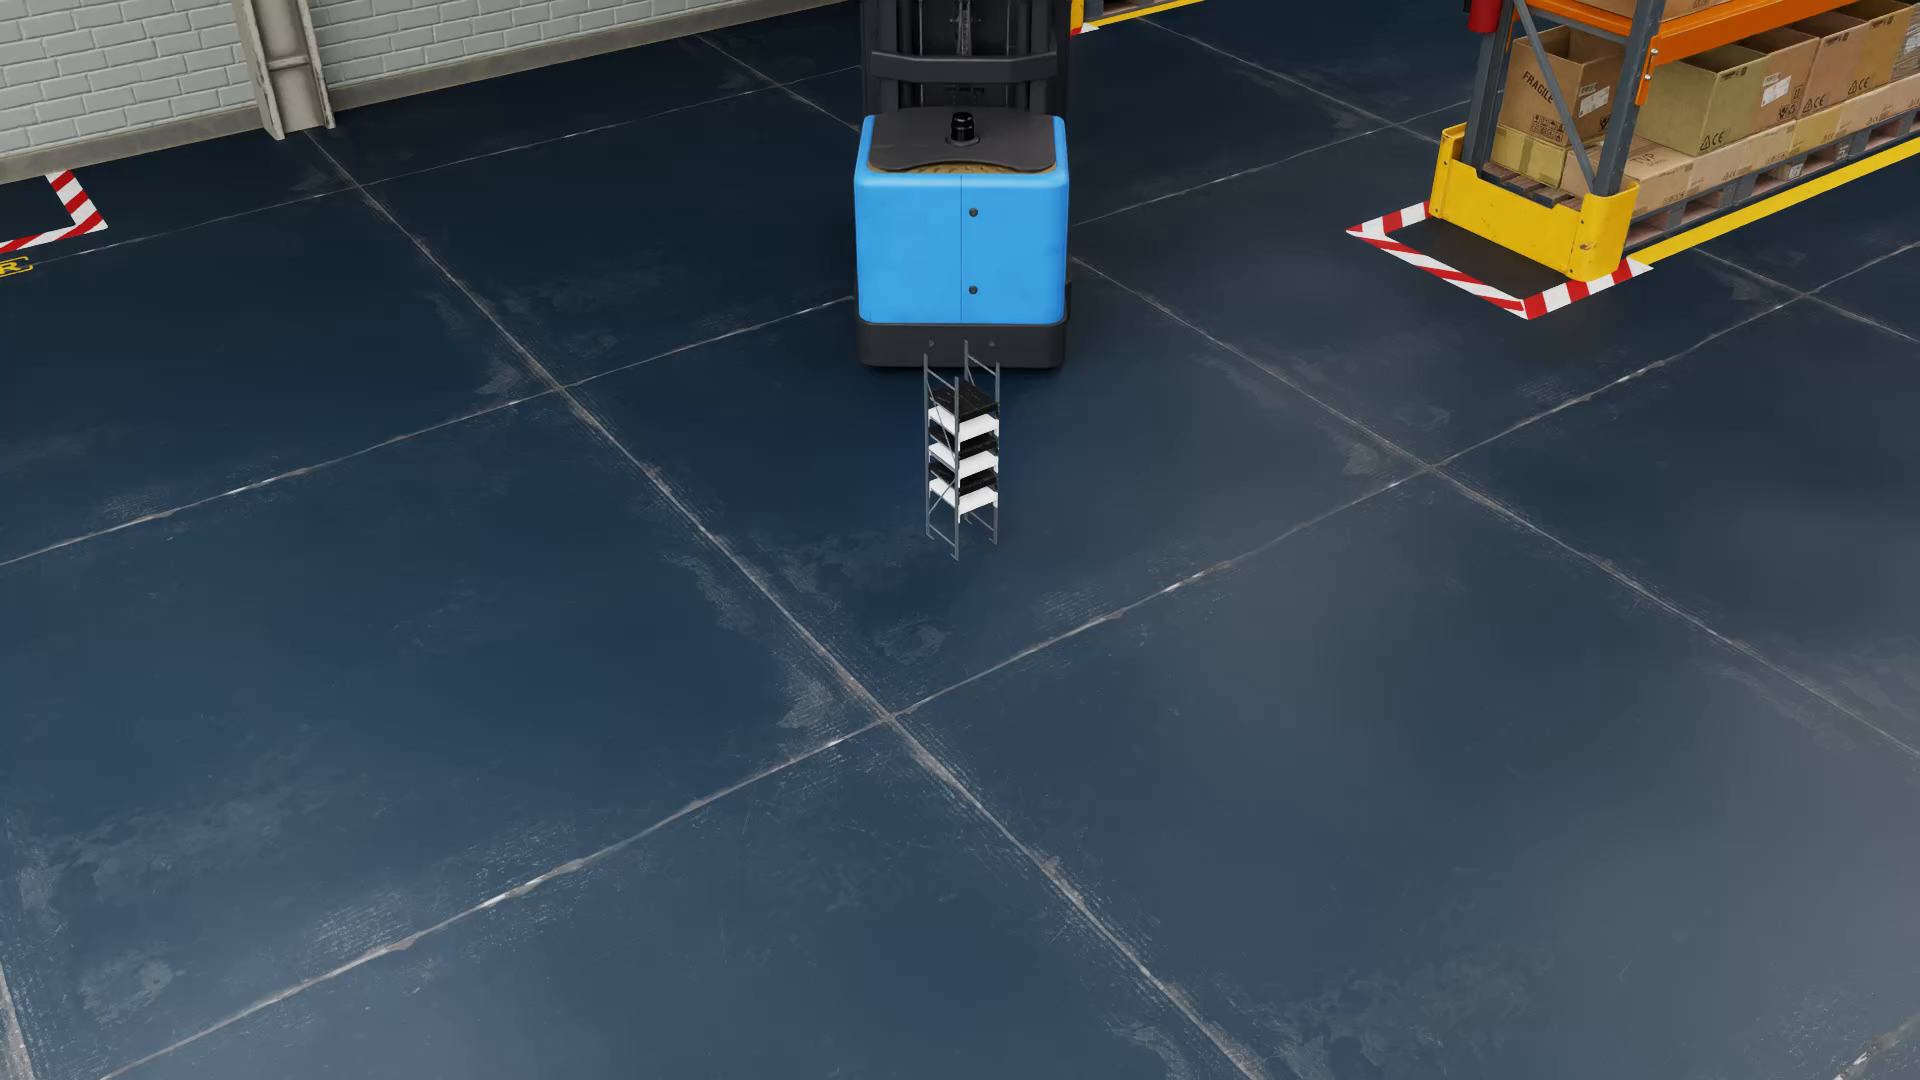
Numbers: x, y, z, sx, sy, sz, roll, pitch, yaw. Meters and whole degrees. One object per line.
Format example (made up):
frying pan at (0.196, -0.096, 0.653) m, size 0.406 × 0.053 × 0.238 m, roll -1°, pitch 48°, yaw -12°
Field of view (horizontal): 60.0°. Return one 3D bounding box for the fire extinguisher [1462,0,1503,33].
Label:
fire extinguisher at (2.920, -3.133, 9.103) m, size 0.183 × 0.674 × 0.296 m, roll -22°, pitch 41°, yaw -28°

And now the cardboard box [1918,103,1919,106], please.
cardboard box at (6.301, -3.121, 11.016) m, size 0.500 × 0.250 × 0.500 m, roll -22°, pitch 41°, yaw -28°

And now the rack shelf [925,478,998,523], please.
rack shelf at (0.007, -0.195, 7.116) m, size 0.200 × 0.077 × 0.258 m, roll -22°, pitch 41°, yaw -28°

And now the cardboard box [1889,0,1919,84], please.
cardboard box at (5.886, -3.263, 10.571) m, size 0.500 × 0.500 × 0.500 m, roll -22°, pitch 41°, yaw -28°

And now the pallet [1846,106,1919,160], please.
pallet at (5.880, -2.948, 11.168) m, size 1.213 × 0.211 × 1.003 m, roll -22°, pitch 41°, yaw -28°

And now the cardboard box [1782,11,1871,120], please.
cardboard box at (5.079, -2.918, 10.092) m, size 0.500 × 0.500 × 0.500 m, roll -22°, pitch 41°, yaw -28°

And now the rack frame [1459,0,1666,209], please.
rack frame at (3.285, -2.982, 8.827) m, size 0.127 × 3.000 × 1.000 m, roll -22°, pitch 41°, yaw -28°

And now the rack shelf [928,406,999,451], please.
rack shelf at (0.007, -0.487, 6.905) m, size 0.200 × 0.077 × 0.258 m, roll -22°, pitch 41°, yaw -28°

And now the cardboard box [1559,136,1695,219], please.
cardboard box at (3.851, -2.111, 9.611) m, size 0.500 × 0.250 × 0.500 m, roll -22°, pitch 41°, yaw -28°

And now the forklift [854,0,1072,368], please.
forklift at (0.032, -2.881, 8.746) m, size 1.130 × 2.935 × 3.031 m, roll 1°, pitch 36°, yaw 1°

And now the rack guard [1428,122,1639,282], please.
rack guard at (3.265, -1.959, 9.546) m, size 0.348 × 0.500 × 1.175 m, roll -22°, pitch 41°, yaw -28°

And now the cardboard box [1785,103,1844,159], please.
cardboard box at (5.078, -2.614, 10.311) m, size 0.500 × 0.250 × 0.500 m, roll -22°, pitch 41°, yaw -28°

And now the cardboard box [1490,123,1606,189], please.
cardboard box at (3.553, -2.358, 9.954) m, size 0.500 × 0.250 × 0.500 m, roll -22°, pitch 41°, yaw -28°

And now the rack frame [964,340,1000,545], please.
rack frame at (0.090, -0.402, 7.039) m, size 0.006 × 0.900 × 0.240 m, roll -22°, pitch 41°, yaw -28°

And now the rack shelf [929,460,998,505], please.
rack shelf at (0.007, -0.268, 7.063) m, size 0.200 × 0.077 × 0.258 m, roll -22°, pitch 41°, yaw -28°

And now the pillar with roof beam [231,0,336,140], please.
pillar with roof beam at (-1.923, -4.356, 5.600) m, size 0.400 × 9.000 × 9.100 m, roll -22°, pitch 41°, yaw -28°

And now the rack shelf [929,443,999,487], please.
rack shelf at (0.007, -0.341, 7.011) m, size 0.200 × 0.077 × 0.258 m, roll -22°, pitch 41°, yaw -28°

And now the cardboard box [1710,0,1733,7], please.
cardboard box at (4.100, -3.353, 9.257) m, size 0.500 × 0.500 × 0.700 m, roll -21°, pitch 41°, yaw -27°

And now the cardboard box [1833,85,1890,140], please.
cardboard box at (5.486, -2.783, 10.545) m, size 0.500 × 0.250 × 0.500 m, roll -22°, pitch 41°, yaw -28°

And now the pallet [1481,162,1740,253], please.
pallet at (3.886, -2.127, 10.027) m, size 1.213 × 0.211 × 1.003 m, roll -22°, pitch 41°, yaw -28°

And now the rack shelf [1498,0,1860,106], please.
rack shelf at (4.919, -3.363, 9.973) m, size 4.000 × 0.370 × 1.077 m, roll -22°, pitch 41°, yaw -28°

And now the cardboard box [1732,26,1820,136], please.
cardboard box at (4.660, -2.758, 9.869) m, size 0.500 × 0.500 × 0.500 m, roll -22°, pitch 41°, yaw -28°

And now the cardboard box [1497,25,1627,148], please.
cardboard box at (3.552, -2.663, 9.737) m, size 0.500 × 0.500 × 0.500 m, roll -22°, pitch 41°, yaw -28°

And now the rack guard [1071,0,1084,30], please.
rack guard at (0.490, -4.356, 12.878) m, size 0.348 × 0.500 × 1.175 m, roll -22°, pitch 41°, yaw -28°

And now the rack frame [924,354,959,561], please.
rack frame at (-0.076, -0.334, 6.943) m, size 0.006 × 0.900 × 0.240 m, roll -22°, pitch 41°, yaw -28°

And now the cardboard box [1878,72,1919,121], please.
cardboard box at (5.887, -2.958, 10.789) m, size 0.500 × 0.250 × 0.500 m, roll -22°, pitch 41°, yaw -28°

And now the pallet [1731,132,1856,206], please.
pallet at (4.882, -2.535, 10.594) m, size 1.213 × 0.211 × 1.003 m, roll -22°, pitch 41°, yaw -28°

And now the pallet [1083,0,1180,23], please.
pallet at (1.174, -4.495, 13.319) m, size 1.213 × 0.211 × 1.003 m, roll -22°, pitch 41°, yaw -28°

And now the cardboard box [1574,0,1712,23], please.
cardboard box at (3.674, -3.174, 9.008) m, size 0.500 × 0.500 × 0.700 m, roll -22°, pitch 41°, yaw -28°

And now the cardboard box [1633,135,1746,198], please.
cardboard box at (4.258, -2.280, 9.847) m, size 0.500 × 0.250 × 0.500 m, roll -22°, pitch 41°, yaw -28°

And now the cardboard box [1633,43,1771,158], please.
cardboard box at (4.259, -2.584, 9.627) m, size 0.500 × 0.500 × 0.500 m, roll -22°, pitch 41°, yaw -28°

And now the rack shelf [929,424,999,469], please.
rack shelf at (0.007, -0.414, 6.958) m, size 0.200 × 0.077 × 0.258 m, roll -22°, pitch 41°, yaw -28°

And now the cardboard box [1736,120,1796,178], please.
cardboard box at (4.667, -2.448, 10.081) m, size 0.500 × 0.250 × 0.500 m, roll -22°, pitch 41°, yaw -28°

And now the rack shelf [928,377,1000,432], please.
rack shelf at (0.007, -0.560, 6.853) m, size 0.200 × 0.077 × 0.258 m, roll -22°, pitch 41°, yaw -28°

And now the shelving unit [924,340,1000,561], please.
shelving unit at (0.007, -0.368, 6.991) m, size 0.210 × 0.900 × 0.258 m, roll -22°, pitch 41°, yaw -28°

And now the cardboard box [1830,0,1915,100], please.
cardboard box at (5.479, -3.093, 10.335) m, size 0.500 × 0.500 × 0.500 m, roll -22°, pitch 41°, yaw -28°
